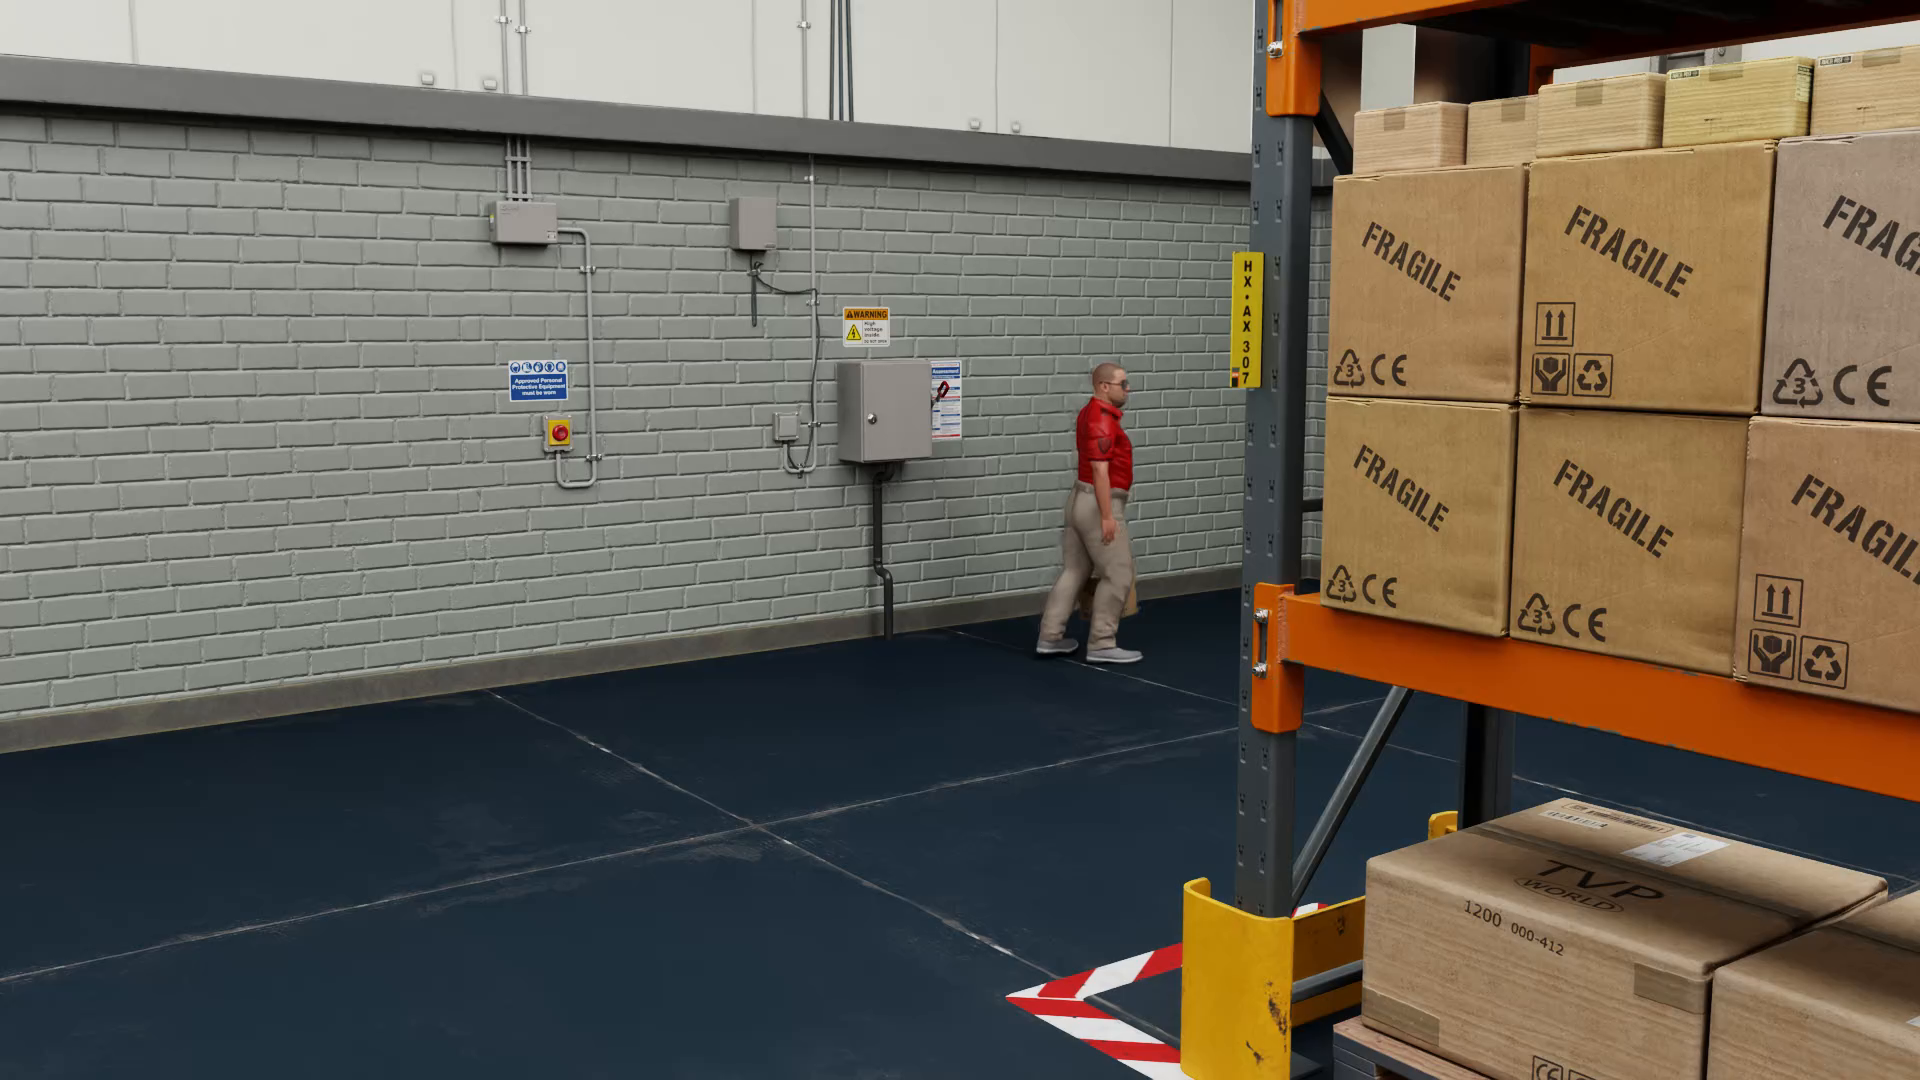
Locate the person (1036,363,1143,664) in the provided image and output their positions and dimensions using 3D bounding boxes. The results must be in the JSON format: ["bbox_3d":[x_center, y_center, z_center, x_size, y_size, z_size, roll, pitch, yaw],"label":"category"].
[{"bbox_3d":[0.749,-0.154,9.509,0.589,1.713,0.551,-1,8,-10],"label":"person"}]
